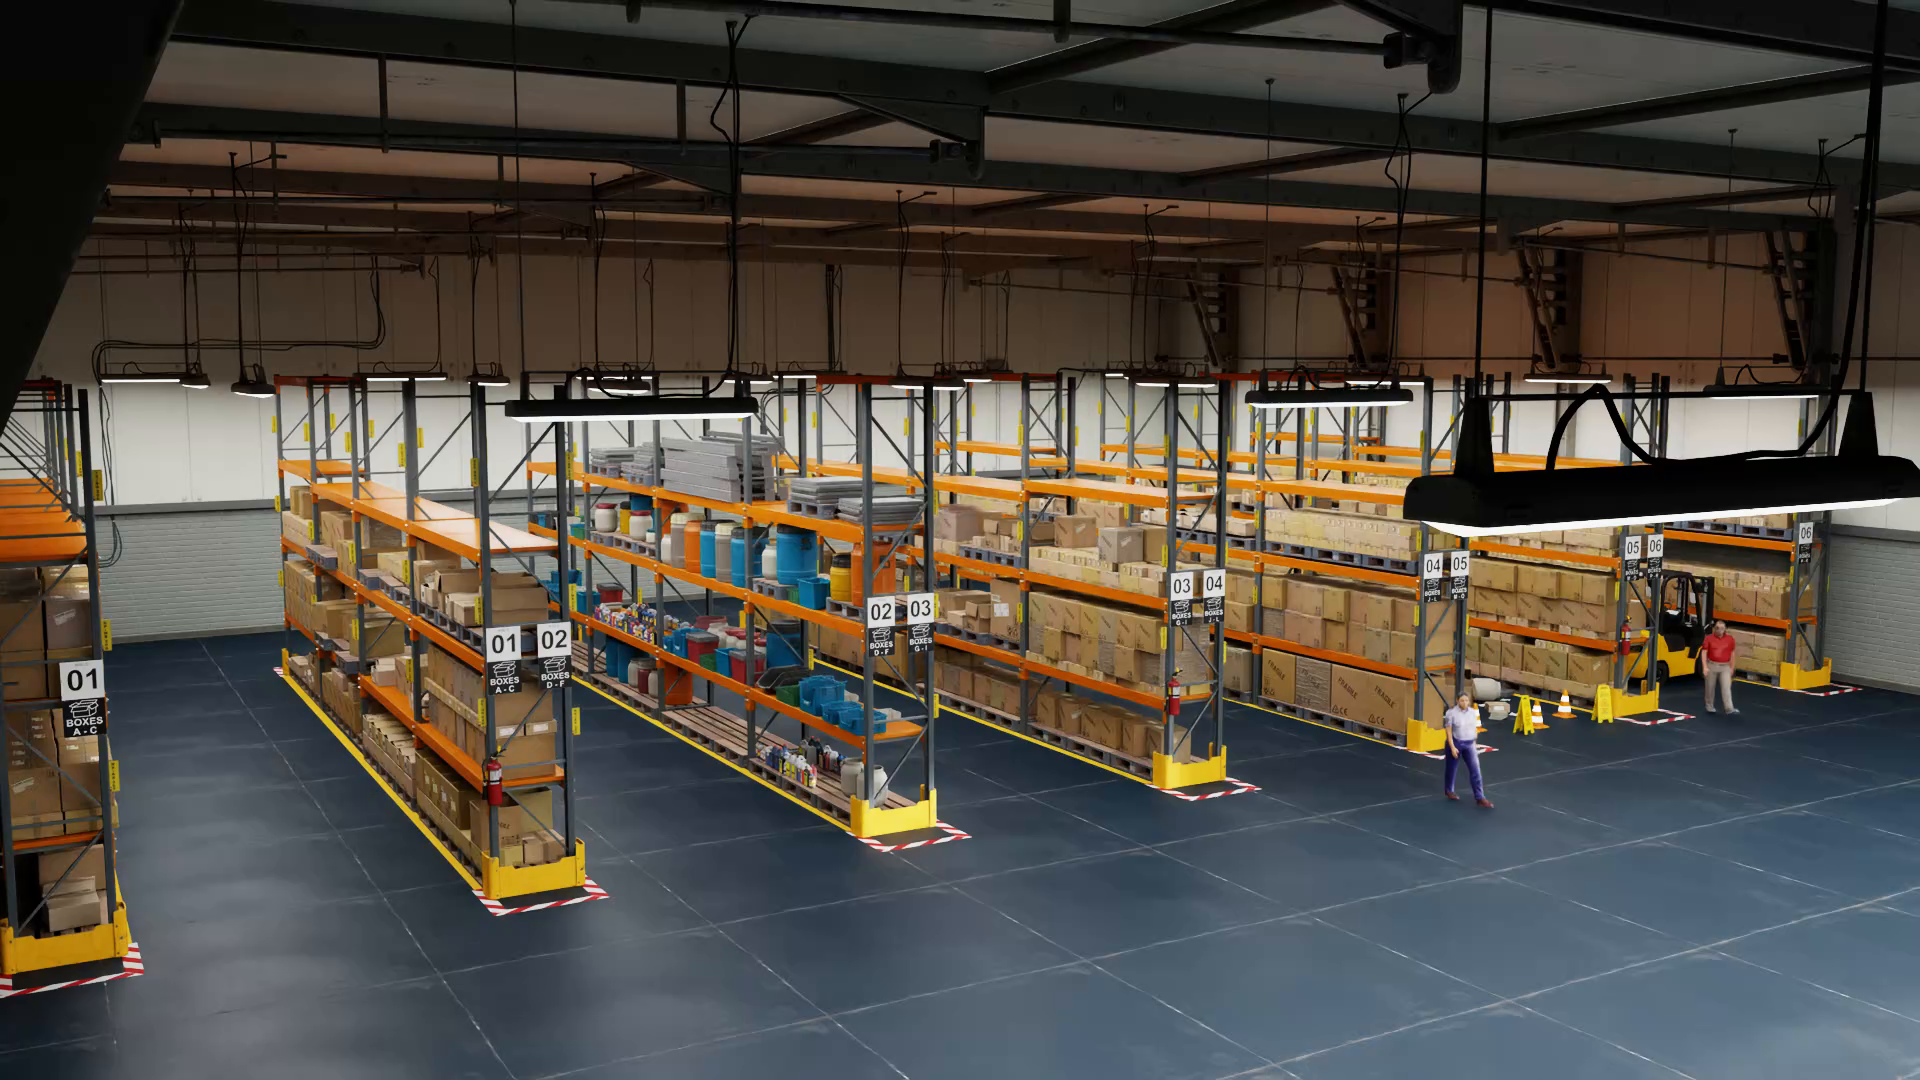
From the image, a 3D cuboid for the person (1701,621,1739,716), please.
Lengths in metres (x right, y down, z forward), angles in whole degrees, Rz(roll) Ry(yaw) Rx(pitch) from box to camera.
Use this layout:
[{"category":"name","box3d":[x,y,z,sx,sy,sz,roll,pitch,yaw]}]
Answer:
[{"category":"person","box3d":[13.406,2.271,29.354,0.586,1.666,1.044,2,7,19]}]

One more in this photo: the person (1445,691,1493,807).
[{"category":"person","box3d":[7.154,2.939,23.532,0.557,1.604,0.928,0,6,-2]}]

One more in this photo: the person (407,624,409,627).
[{"category":"person","box3d":[-12.283,1.265,38.569,1.106,1.718,0.518,-1,6,-13]}]
